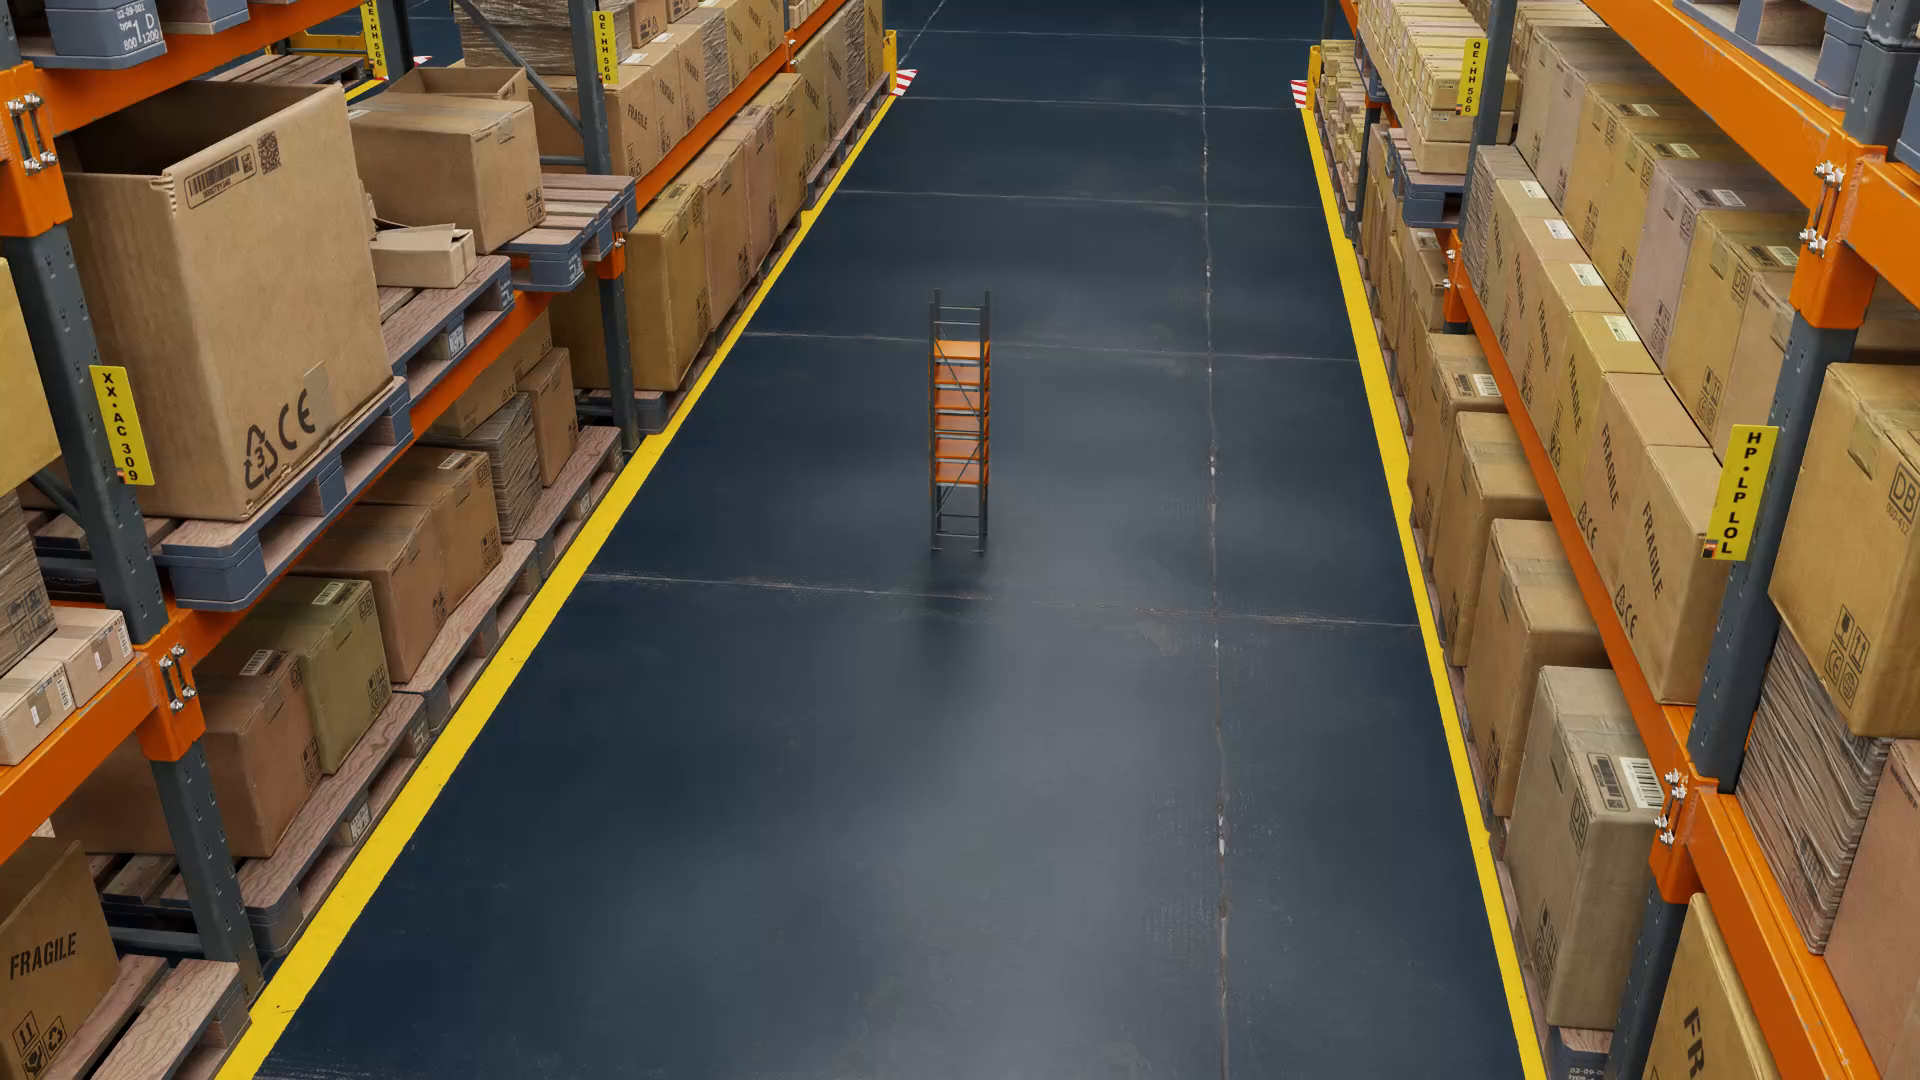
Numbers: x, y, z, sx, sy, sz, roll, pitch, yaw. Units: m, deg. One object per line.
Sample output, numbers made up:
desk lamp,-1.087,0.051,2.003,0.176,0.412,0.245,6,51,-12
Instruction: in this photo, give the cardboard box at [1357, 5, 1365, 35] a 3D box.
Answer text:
cardboard box,2.723,-3.280,10.498,0.380,0.149,0.250,2,28,4

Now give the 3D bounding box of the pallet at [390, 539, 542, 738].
pallet,-2.422,0.351,6.876,1.003,0.211,1.213,3,28,6

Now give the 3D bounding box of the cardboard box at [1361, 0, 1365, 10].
cardboard box,2.723,-3.411,10.427,0.380,0.149,0.250,4,29,7

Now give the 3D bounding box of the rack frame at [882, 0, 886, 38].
rack frame,-1.192,-5.583,14.951,1.000,3.000,0.127,3,28,6

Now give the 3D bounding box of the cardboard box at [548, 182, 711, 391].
cardboard box,-2.067,-1.390,8.966,1.225,0.875,0.875,2,28,4

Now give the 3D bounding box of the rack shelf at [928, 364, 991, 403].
rack shelf,-0.002,-0.694,7.360,0.258,0.103,0.180,3,28,6

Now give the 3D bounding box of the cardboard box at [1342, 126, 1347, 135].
cardboard box,3.163,-3.105,12.913,0.380,0.149,0.250,4,29,7

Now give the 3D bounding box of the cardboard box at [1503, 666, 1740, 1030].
cardboard box,2.234,0.909,4.828,1.050,0.750,0.750,3,28,6

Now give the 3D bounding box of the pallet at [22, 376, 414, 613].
pallet,-2.425,-0.201,5.163,1.003,0.211,1.213,3,28,6

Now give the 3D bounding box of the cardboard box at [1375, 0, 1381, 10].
cardboard box,2.628,-3.172,9.671,0.380,0.149,0.250,3,28,6

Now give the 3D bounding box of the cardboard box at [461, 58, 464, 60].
cardboard box,-2.291,-2.342,8.830,0.500,0.500,0.500,3,28,6

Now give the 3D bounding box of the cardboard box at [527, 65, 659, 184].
cardboard box,-1.843,-2.074,8.332,0.500,0.500,0.500,4,29,8

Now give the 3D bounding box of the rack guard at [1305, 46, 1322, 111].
rack guard,3.708,-4.111,14.854,1.175,0.500,0.348,3,28,6

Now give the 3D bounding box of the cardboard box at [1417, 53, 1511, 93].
cardboard box,2.376,-2.193,7.853,0.380,0.149,0.250,3,28,6

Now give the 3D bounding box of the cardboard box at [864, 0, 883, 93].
cardboard box,-1.191,-4.527,14.787,0.875,0.875,0.875,3,28,6

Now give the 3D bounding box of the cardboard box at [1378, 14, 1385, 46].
cardboard box,2.600,-2.918,9.512,0.380,0.149,0.250,4,29,8

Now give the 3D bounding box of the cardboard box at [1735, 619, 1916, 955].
cardboard box,2.214,0.510,3.483,0.875,0.550,0.550,3,28,6

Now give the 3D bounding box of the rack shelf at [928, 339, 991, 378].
rack shelf,-0.002,-0.799,7.303,0.258,0.103,0.180,3,28,6

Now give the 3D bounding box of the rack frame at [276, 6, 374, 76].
rack frame,-6.108,-5.871,15.485,1.000,3.000,0.127,3,28,6

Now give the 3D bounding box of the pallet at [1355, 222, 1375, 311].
pallet,3.134,-1.770,10.813,1.003,0.211,1.213,3,28,6

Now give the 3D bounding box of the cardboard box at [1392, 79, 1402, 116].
cardboard box,2.471,-2.296,8.672,0.380,0.149,0.250,2,28,4

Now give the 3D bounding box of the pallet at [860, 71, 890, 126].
pallet,-1.213,-3.974,14.905,1.003,0.211,1.213,3,28,6

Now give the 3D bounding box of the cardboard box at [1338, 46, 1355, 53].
cardboard box,3.402,-4.075,14.088,0.380,0.149,0.250,4,29,7

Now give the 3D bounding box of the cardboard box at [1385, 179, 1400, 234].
cardboard box,2.745,-1.956,9.620,0.500,0.250,0.500,4,29,8

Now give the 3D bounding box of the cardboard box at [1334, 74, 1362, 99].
cardboard box,3.175,-3.591,13.189,0.380,0.149,0.250,4,29,7

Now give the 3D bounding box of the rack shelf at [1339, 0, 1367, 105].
rack shelf,3.473,-3.989,12.750,1.077,0.370,4.000,3,28,6

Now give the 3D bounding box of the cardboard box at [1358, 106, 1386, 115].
cardboard box,3.138,-3.096,12.271,0.380,0.149,0.250,4,29,8

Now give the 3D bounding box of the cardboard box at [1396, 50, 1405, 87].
cardboard box,2.471,-2.430,8.607,0.380,0.149,0.250,3,28,6

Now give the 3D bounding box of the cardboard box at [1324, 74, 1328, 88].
cardboard box,3.309,-3.951,14.170,0.380,0.149,0.250,3,28,6

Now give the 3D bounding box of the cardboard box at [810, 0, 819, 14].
cardboard box,-1.252,-3.957,12.198,0.380,0.149,0.250,4,29,8

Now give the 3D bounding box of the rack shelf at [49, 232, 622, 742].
rack shelf,-2.418,-0.559,6.384,1.077,0.370,4.000,3,28,6

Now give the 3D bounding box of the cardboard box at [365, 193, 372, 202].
cardboard box,-2.606,-1.161,6.457,0.500,0.250,0.500,3,28,5

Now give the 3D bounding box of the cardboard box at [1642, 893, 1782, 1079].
cardboard box,2.101,1.444,3.705,0.875,0.875,0.875,4,29,7

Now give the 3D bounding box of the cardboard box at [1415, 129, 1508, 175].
cardboard box,2.342,-1.815,7.778,0.380,0.149,0.250,4,29,7

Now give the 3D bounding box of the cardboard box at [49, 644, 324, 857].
cardboard box,-2.566,0.685,5.488,0.700,0.500,0.500,1,28,2

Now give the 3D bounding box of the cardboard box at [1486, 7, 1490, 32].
cardboard box,3.281,-3.001,9.667,0.380,0.149,0.250,2,28,5

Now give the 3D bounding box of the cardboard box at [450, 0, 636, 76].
cardboard box,-2.067,-2.646,8.336,0.797,0.503,0.637,4,29,8

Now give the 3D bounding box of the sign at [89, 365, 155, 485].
sign,-2.123,-0.288,4.209,0.100,0.325,0.005,3,28,6

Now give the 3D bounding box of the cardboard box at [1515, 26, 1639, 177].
cardboard box,2.673,-1.755,6.685,0.700,0.500,0.500,3,28,6

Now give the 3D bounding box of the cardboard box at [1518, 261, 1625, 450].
cardboard box,2.230,-0.619,5.630,0.500,0.500,0.500,3,28,6

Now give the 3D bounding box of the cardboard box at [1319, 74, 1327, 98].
cardboard box,3.336,-3.949,14.480,0.380,0.149,0.250,4,29,7

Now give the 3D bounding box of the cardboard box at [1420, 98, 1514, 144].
cardboard box,2.346,-1.946,7.707,0.380,0.149,0.250,4,29,7

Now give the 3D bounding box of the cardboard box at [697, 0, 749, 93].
cardboard box,-1.593,-3.029,10.105,0.500,0.500,0.500,3,28,6

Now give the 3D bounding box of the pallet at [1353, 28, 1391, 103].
pallet,2.990,-2.929,10.226,1.003,0.211,1.213,3,28,6

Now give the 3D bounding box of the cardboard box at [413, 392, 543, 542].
cardboard box,-2.290,-0.332,7.376,0.700,0.500,0.500,1,28,2

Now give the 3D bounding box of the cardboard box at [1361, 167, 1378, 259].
cardboard box,2.874,-2.116,10.708,0.500,0.500,0.500,4,29,8

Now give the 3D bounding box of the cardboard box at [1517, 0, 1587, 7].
cardboard box,3.212,-2.887,9.141,0.380,0.149,0.250,2,28,4

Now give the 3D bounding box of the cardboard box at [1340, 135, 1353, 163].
cardboard box,2.987,-2.847,12.122,0.380,0.149,0.250,2,28,4

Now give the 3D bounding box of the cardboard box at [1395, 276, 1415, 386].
cardboard box,2.626,-1.135,8.887,0.500,0.500,0.500,4,29,8

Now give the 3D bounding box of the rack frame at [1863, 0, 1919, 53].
rack frame,2.247,-2.240,2.419,1.000,3.000,0.127,3,28,6

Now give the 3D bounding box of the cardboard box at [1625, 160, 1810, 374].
cardboard box,2.426,-0.797,4.907,0.700,0.500,0.500,4,29,7

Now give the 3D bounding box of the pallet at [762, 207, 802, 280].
pallet,-1.702,-2.105,11.435,1.003,0.211,1.213,3,28,6

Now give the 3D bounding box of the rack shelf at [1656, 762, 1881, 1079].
rack shelf,2.002,1.660,2.266,1.077,0.370,4.000,3,28,6

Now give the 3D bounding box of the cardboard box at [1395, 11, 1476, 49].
cardboard box,2.503,-2.684,8.763,0.380,0.149,0.250,5,29,9

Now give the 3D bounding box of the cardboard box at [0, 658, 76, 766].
cardboard box,-2.437,0.412,4.088,0.380,0.149,0.250,3,28,6

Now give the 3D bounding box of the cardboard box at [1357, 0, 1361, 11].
cardboard box,3.105,-3.901,12.094,0.380,0.149,0.250,2,28,4

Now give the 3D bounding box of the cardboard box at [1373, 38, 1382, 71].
cardboard box,2.598,-2.794,9.595,0.380,0.149,0.250,2,28,4

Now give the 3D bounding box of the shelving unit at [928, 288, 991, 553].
shelving unit,-0.002,-0.521,7.453,0.258,1.200,0.189,3,28,6

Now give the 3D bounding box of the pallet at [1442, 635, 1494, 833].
pallet,2.414,0.686,6.255,1.003,0.211,1.213,3,28,6
